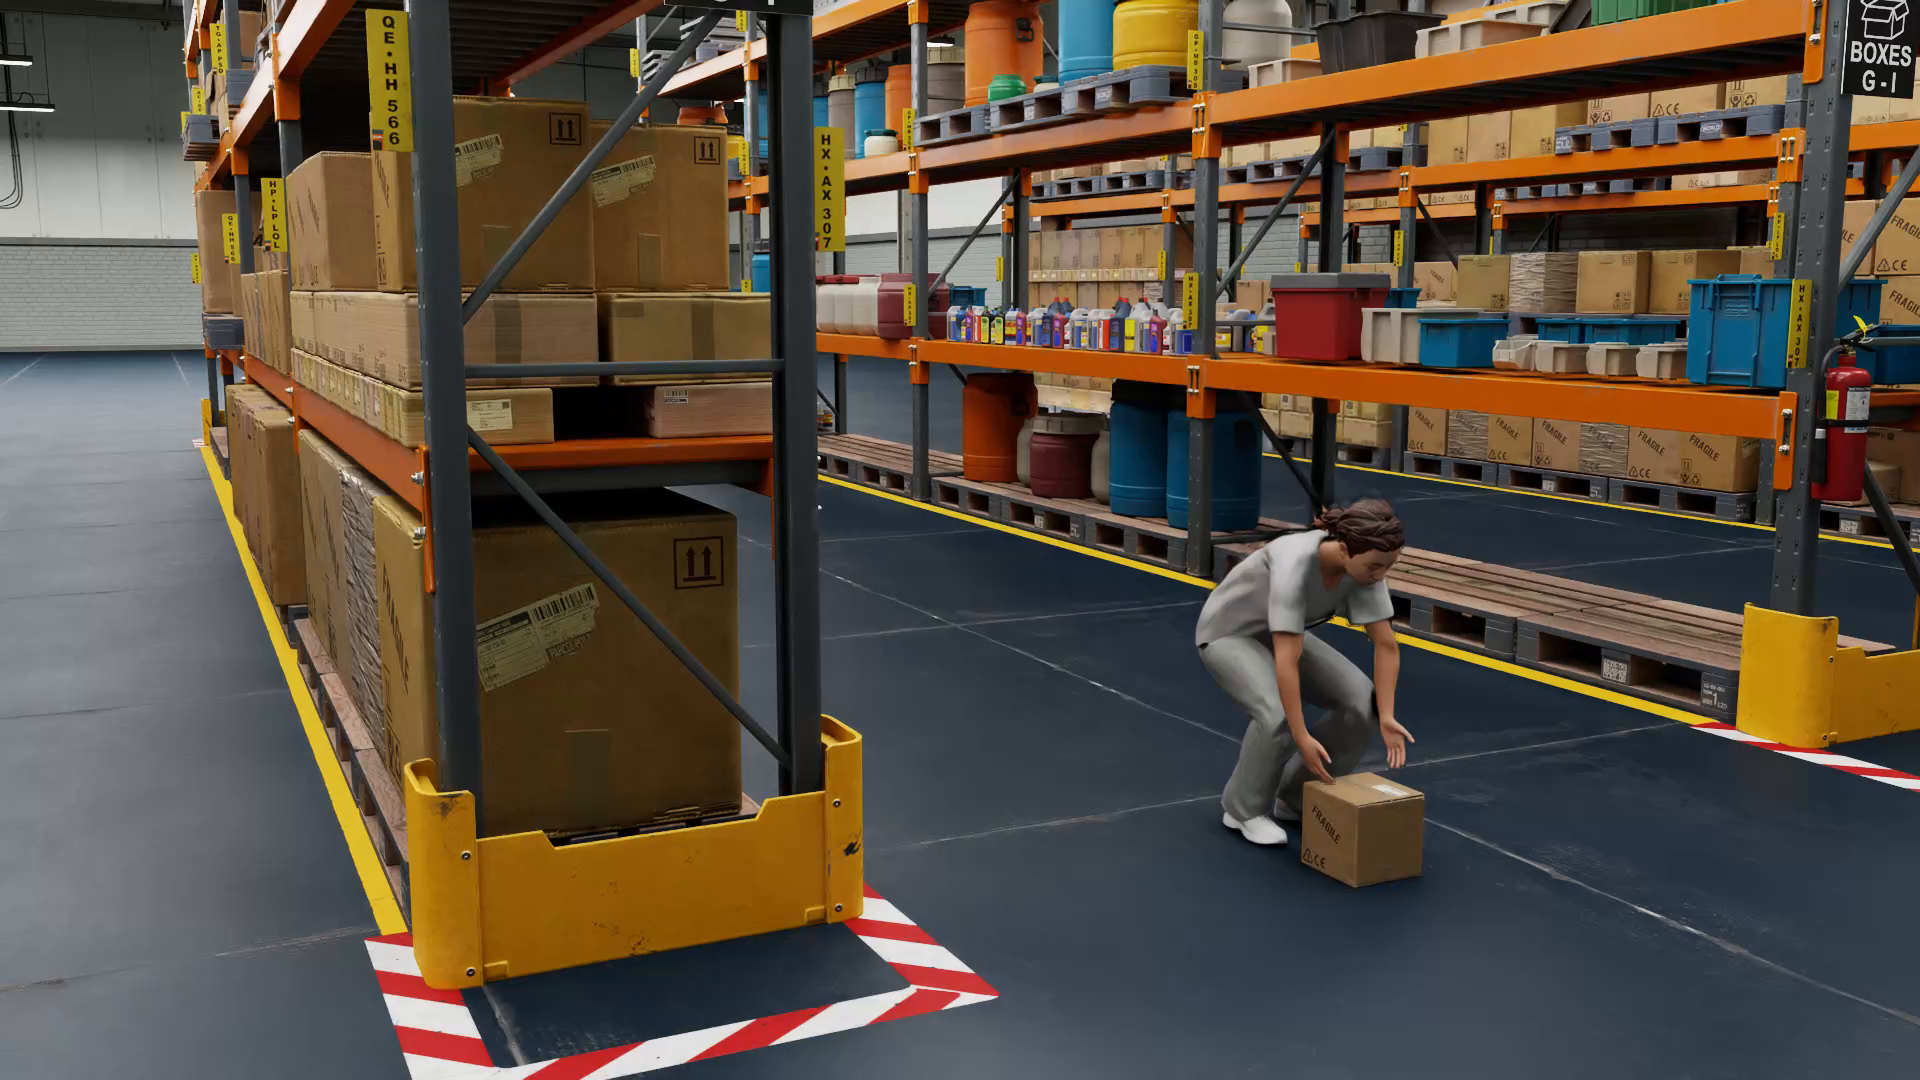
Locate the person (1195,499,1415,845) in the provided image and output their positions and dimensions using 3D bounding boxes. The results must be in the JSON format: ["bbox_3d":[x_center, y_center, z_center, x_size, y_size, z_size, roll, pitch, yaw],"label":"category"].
[{"bbox_3d":[1.077,0.389,5.205,0.489,1.102,0.757,-4,10,-26],"label":"person"}]
